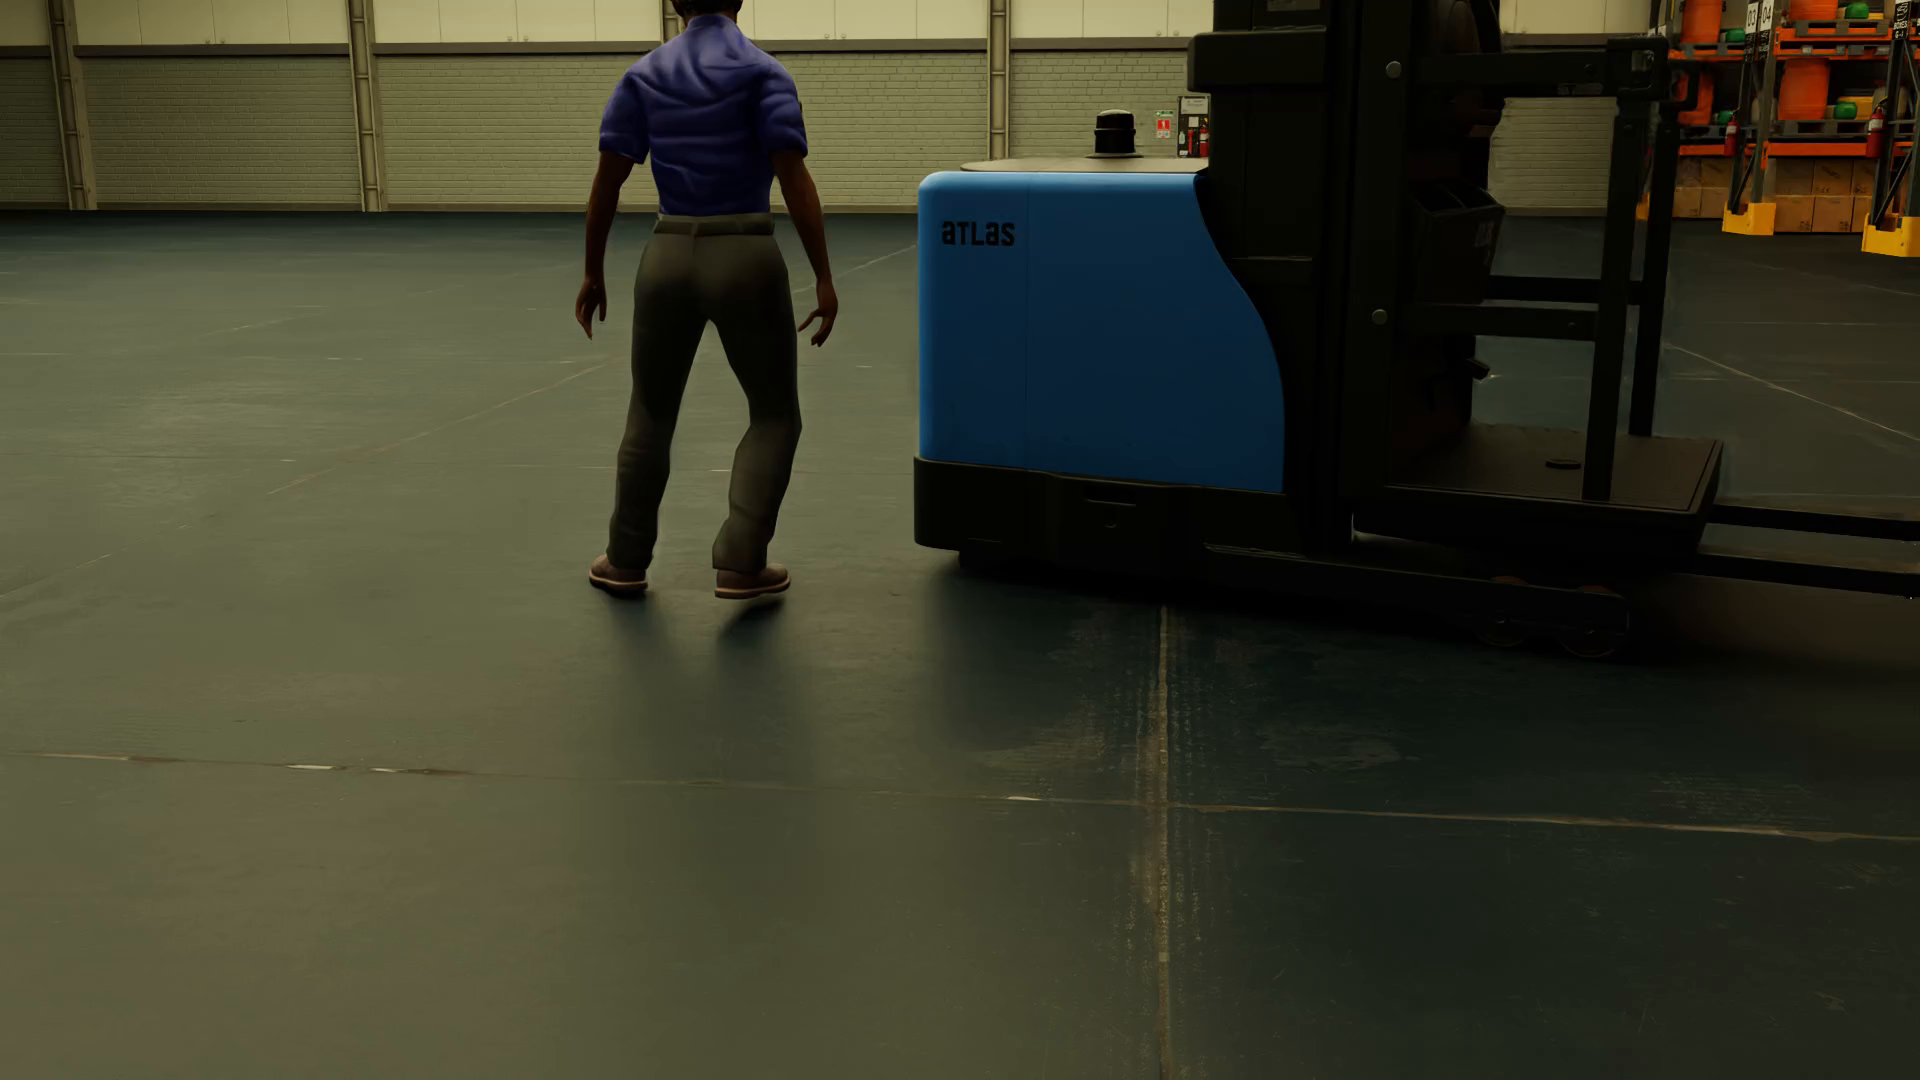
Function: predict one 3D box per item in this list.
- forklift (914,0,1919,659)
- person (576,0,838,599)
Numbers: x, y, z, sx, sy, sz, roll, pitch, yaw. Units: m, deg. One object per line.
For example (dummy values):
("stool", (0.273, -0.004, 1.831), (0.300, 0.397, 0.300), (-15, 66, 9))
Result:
("forklift", (1.424, -1.295, 4.046), (3.031, 2.935, 1.130), (7, 15, 26))
("person", (-0.650, -0.639, 4.120), (0.788, 1.621, 0.372), (4, 14, 16))
